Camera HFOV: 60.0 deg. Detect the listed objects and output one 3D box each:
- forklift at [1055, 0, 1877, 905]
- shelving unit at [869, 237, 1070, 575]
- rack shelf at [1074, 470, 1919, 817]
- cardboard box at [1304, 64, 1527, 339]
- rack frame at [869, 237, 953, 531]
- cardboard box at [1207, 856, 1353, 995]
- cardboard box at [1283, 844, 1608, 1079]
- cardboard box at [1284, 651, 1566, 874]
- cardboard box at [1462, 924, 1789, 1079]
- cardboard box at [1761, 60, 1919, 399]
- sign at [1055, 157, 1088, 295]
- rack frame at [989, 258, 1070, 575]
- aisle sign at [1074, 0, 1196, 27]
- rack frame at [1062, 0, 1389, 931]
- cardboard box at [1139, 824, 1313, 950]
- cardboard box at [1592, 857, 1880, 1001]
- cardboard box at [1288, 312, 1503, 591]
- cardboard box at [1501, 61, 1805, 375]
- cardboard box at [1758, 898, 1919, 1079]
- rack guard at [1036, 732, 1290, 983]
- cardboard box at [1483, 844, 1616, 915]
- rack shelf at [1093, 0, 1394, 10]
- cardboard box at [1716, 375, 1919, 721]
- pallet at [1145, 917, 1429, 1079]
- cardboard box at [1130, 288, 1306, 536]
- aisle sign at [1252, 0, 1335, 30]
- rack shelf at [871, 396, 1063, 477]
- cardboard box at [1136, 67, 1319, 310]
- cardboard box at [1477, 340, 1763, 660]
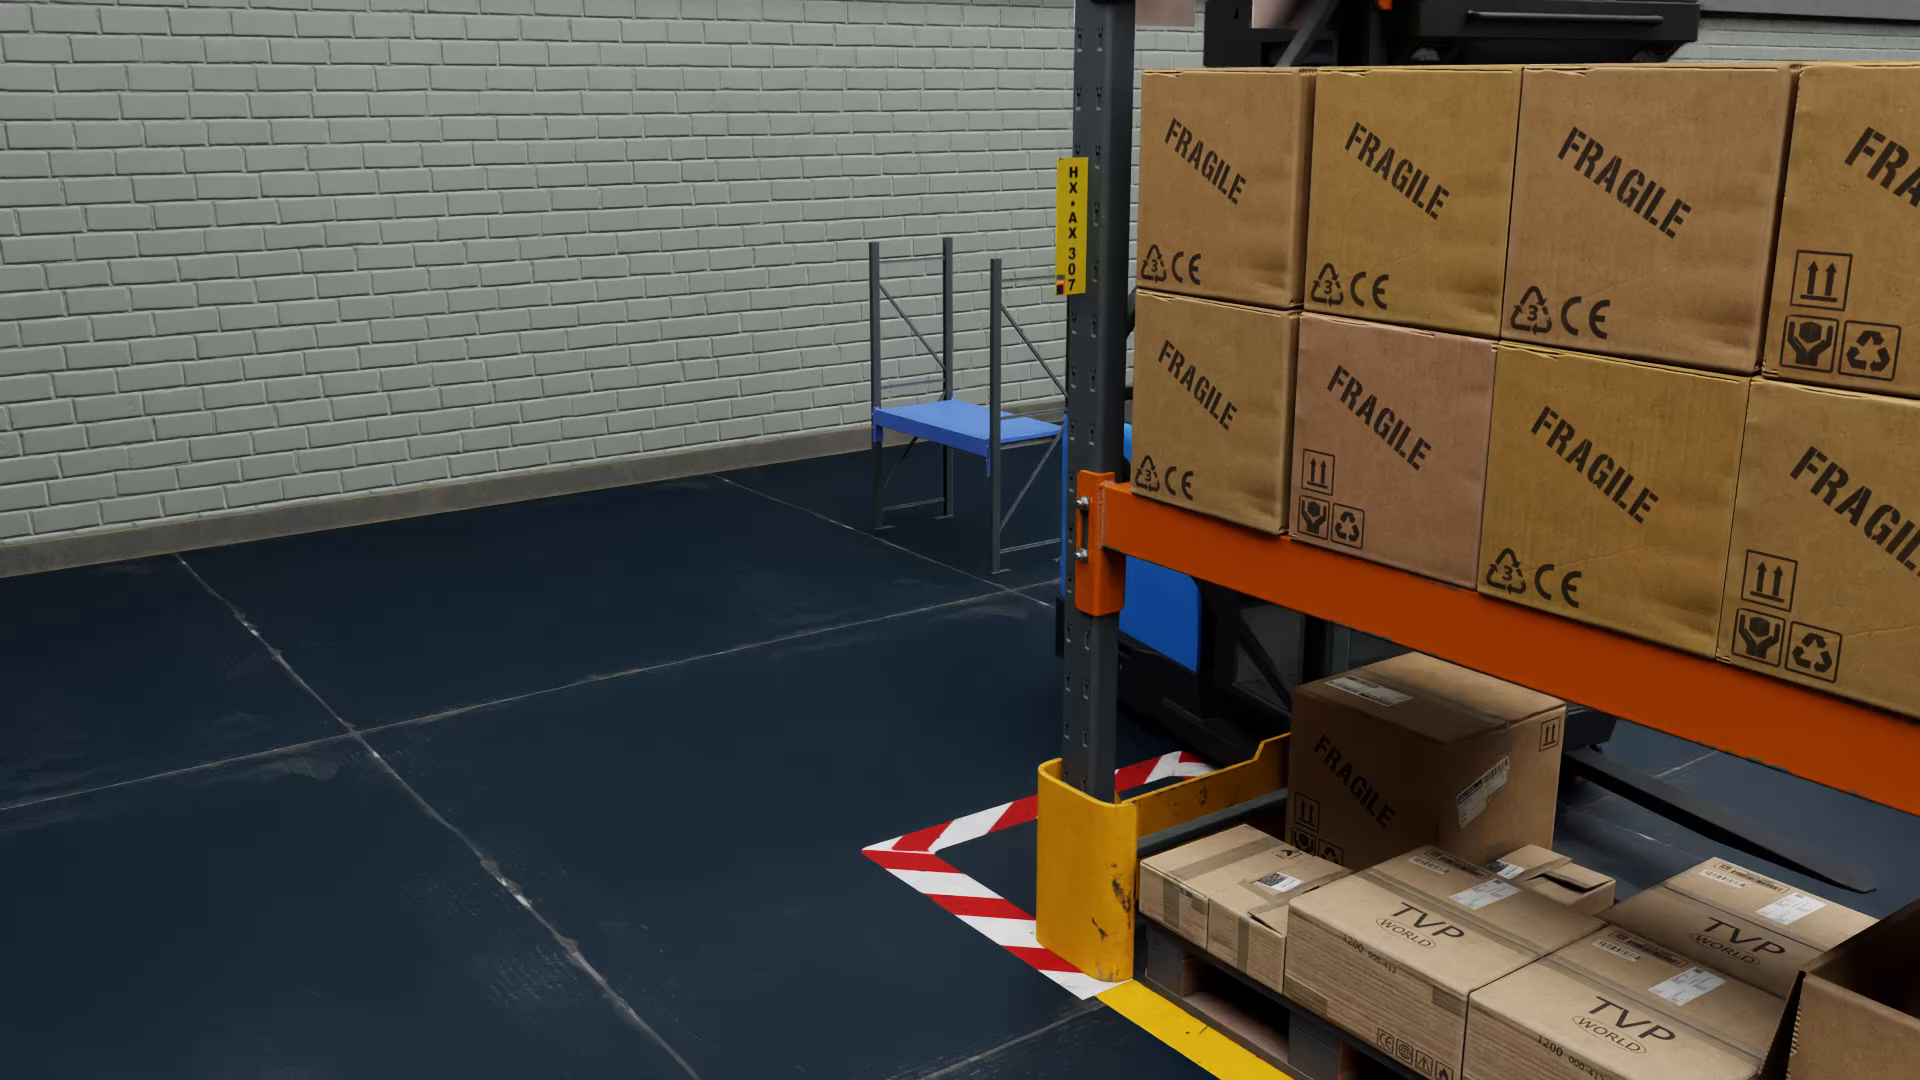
[{"bbox_3d":[1.470,-0.605,5.235,1.130,2.935,3.031,-7,17,-24],"label":"forklift"},{"bbox_3d":[0.050,-0.705,8.312,0.538,1.500,1.048,-11,19,-35],"label":"shelving unit"},{"bbox_3d":[1.888,0.348,2.985,1.077,0.370,4.000,-11,19,-35],"label":"rack shelf"},{"bbox_3d":[1.073,-0.710,3.406,0.500,0.500,0.500,-11,19,-34],"label":"cardboard box"},{"bbox_3d":[-0.249,-0.814,8.708,0.500,1.500,0.032,-11,19,-35],"label":"rack frame"},{"bbox_3d":[0.827,0.924,4.050,0.380,0.166,0.250,-11,19,-35],"label":"cardboard box"},{"bbox_3d":[1.096,0.955,3.780,0.500,0.250,0.500,-11,19,-35],"label":"cardboard box"},{"bbox_3d":[1.231,0.645,4.438,0.500,0.500,0.500,-11,19,-35],"label":"cardboard box"},{"bbox_3d":[1.390,1.062,3.390,0.500,0.250,0.500,-11,19,-35],"label":"cardboard box"},{"bbox_3d":[1.663,-0.494,2.617,0.500,0.500,0.500,-11,19,-35],"label":"cardboard box"},{"bbox_3d":[0.273,-0.759,4.028,0.100,0.325,0.005,-11,19,-35],"label":"sign"},{"bbox_3d":[0.349,-0.597,7.915,0.500,1.500,0.032,-11,19,-35],"label":"rack frame"},{"bbox_3d":[0.434,-1.649,3.994,0.394,0.787,0.004,-11,19,-35],"label":"aisle sign"},{"bbox_3d":[0.712,-0.426,4.451,1.000,3.000,0.127,-11,19,-35],"label":"rack frame"},{"bbox_3d":[0.680,0.880,4.247,0.380,0.149,0.250,-11,19,-35],"label":"cardboard box"},{"bbox_3d":[1.765,0.973,3.713,0.500,0.250,0.500,-11,19,-35],"label":"cardboard box"},{"bbox_3d":[1.067,-0.229,3.542,0.500,0.500,0.500,-11,19,-35],"label":"cardboard box"},{"bbox_3d":[1.363,-0.603,3.013,0.500,0.500,0.500,-11,19,-34],"label":"cardboard box"},{"bbox_3d":[1.955,1.020,3.064,0.797,0.503,0.637,-11,19,-35],"label":"cardboard box"},{"bbox_3d":[0.756,0.796,4.721,1.175,0.500,0.348,-11,19,-35],"label":"rack guard"},{"bbox_3d":[1.396,0.907,4.115,0.380,0.166,0.250,-11,19,-35],"label":"cardboard box"},{"bbox_3d":[1.888,-1.099,2.589,1.077,0.370,4.000,-11,19,-35],"label":"rack shelf"},{"bbox_3d":[1.652,-0.015,2.758,0.500,0.500,0.500,-11,19,-34],"label":"cardboard box"},{"bbox_3d":[1.226,1.105,4.138,1.003,0.211,1.213,-11,19,-35],"label":"pallet"},{"bbox_3d":[0.759,-0.339,3.942,0.500,0.500,0.500,-10,18,-33],"label":"cardboard box"},{"bbox_3d":[0.919,-1.742,4.334,0.394,0.787,0.004,-11,19,-35],"label":"aisle sign"},{"bbox_3d":[0.050,-0.532,8.359,0.538,0.185,1.000,-11,19,-35],"label":"rack shelf"},{"bbox_3d":[0.759,-0.821,3.810,0.500,0.500,0.500,-10,18,-33],"label":"cardboard box"},{"bbox_3d":[1.360,-0.122,3.149,0.500,0.500,0.500,-11,19,-35],"label":"cardboard box"}]
